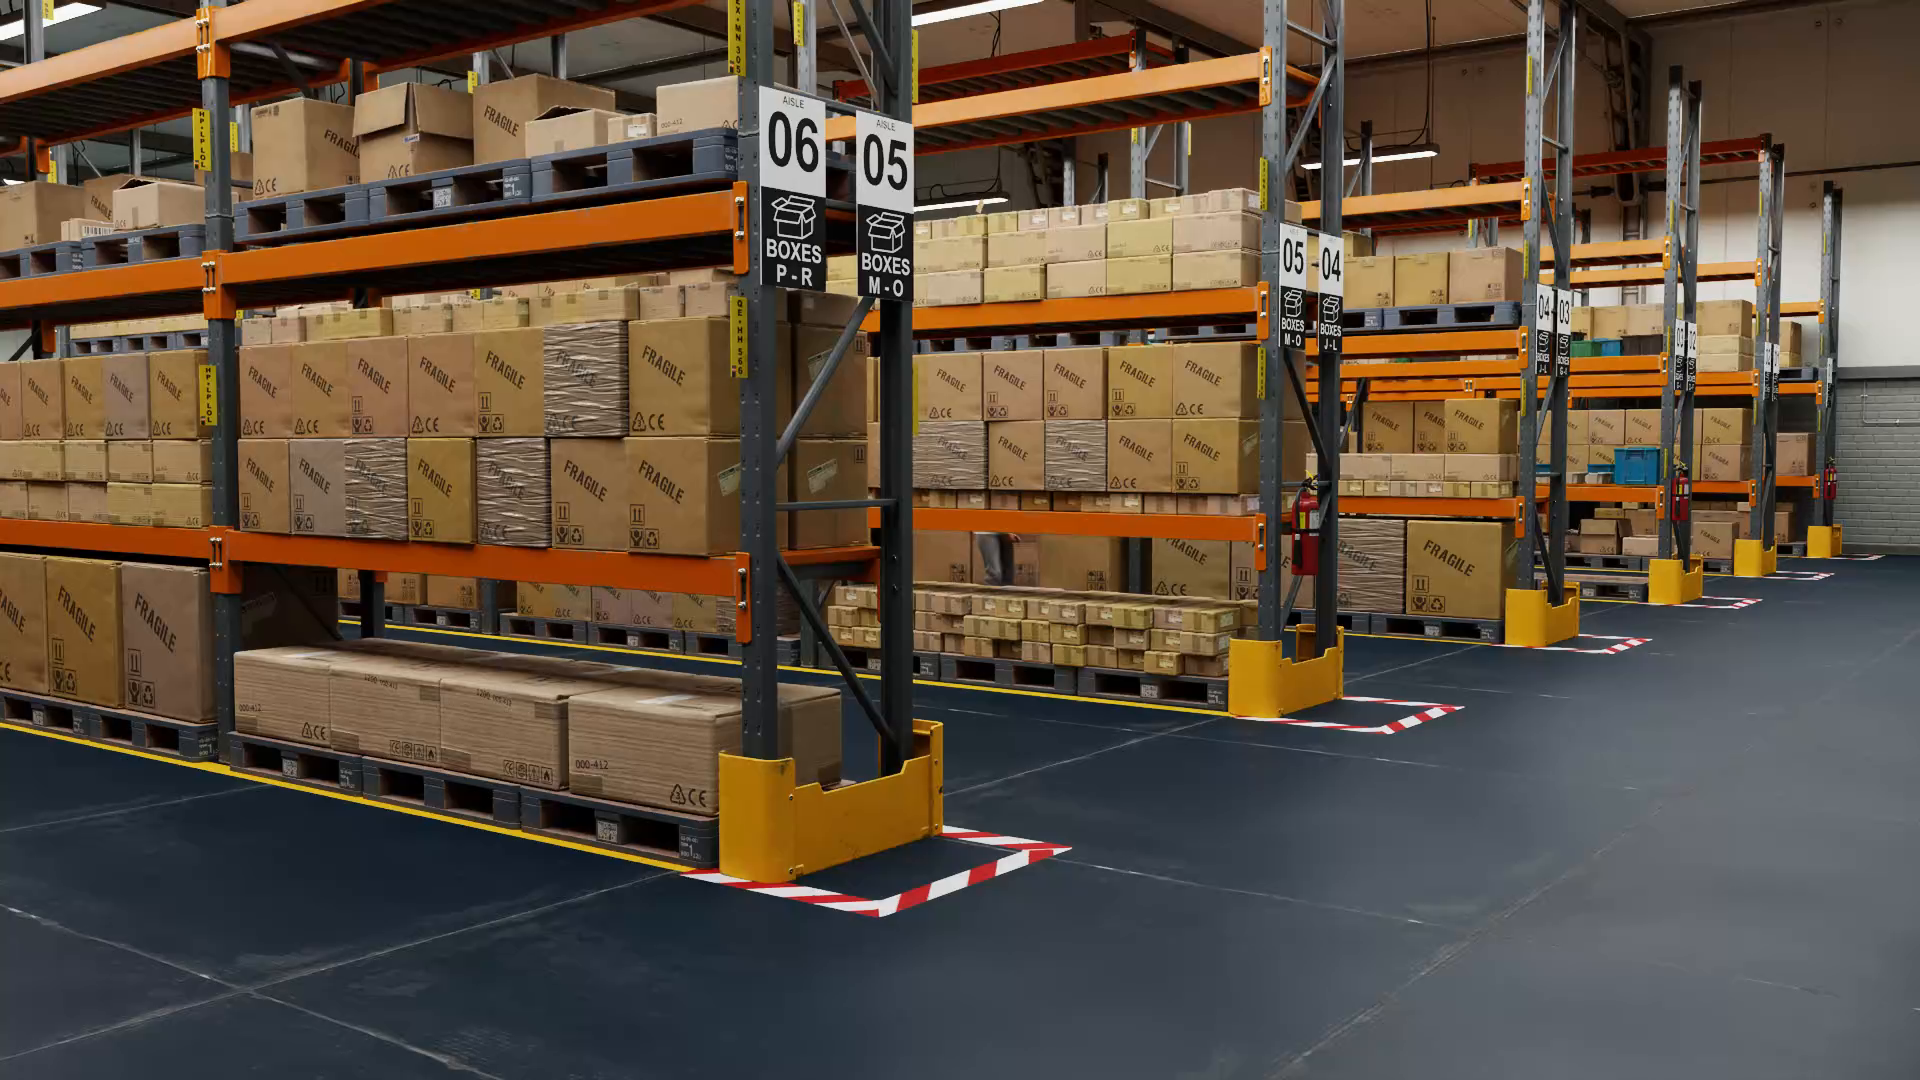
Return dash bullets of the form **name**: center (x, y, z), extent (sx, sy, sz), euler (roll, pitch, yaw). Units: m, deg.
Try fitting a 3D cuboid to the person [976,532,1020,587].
- **person**: center (0.451, -0.050, 16.728), extent (0.568, 1.768, 0.491), euler (2, 4, 35)
